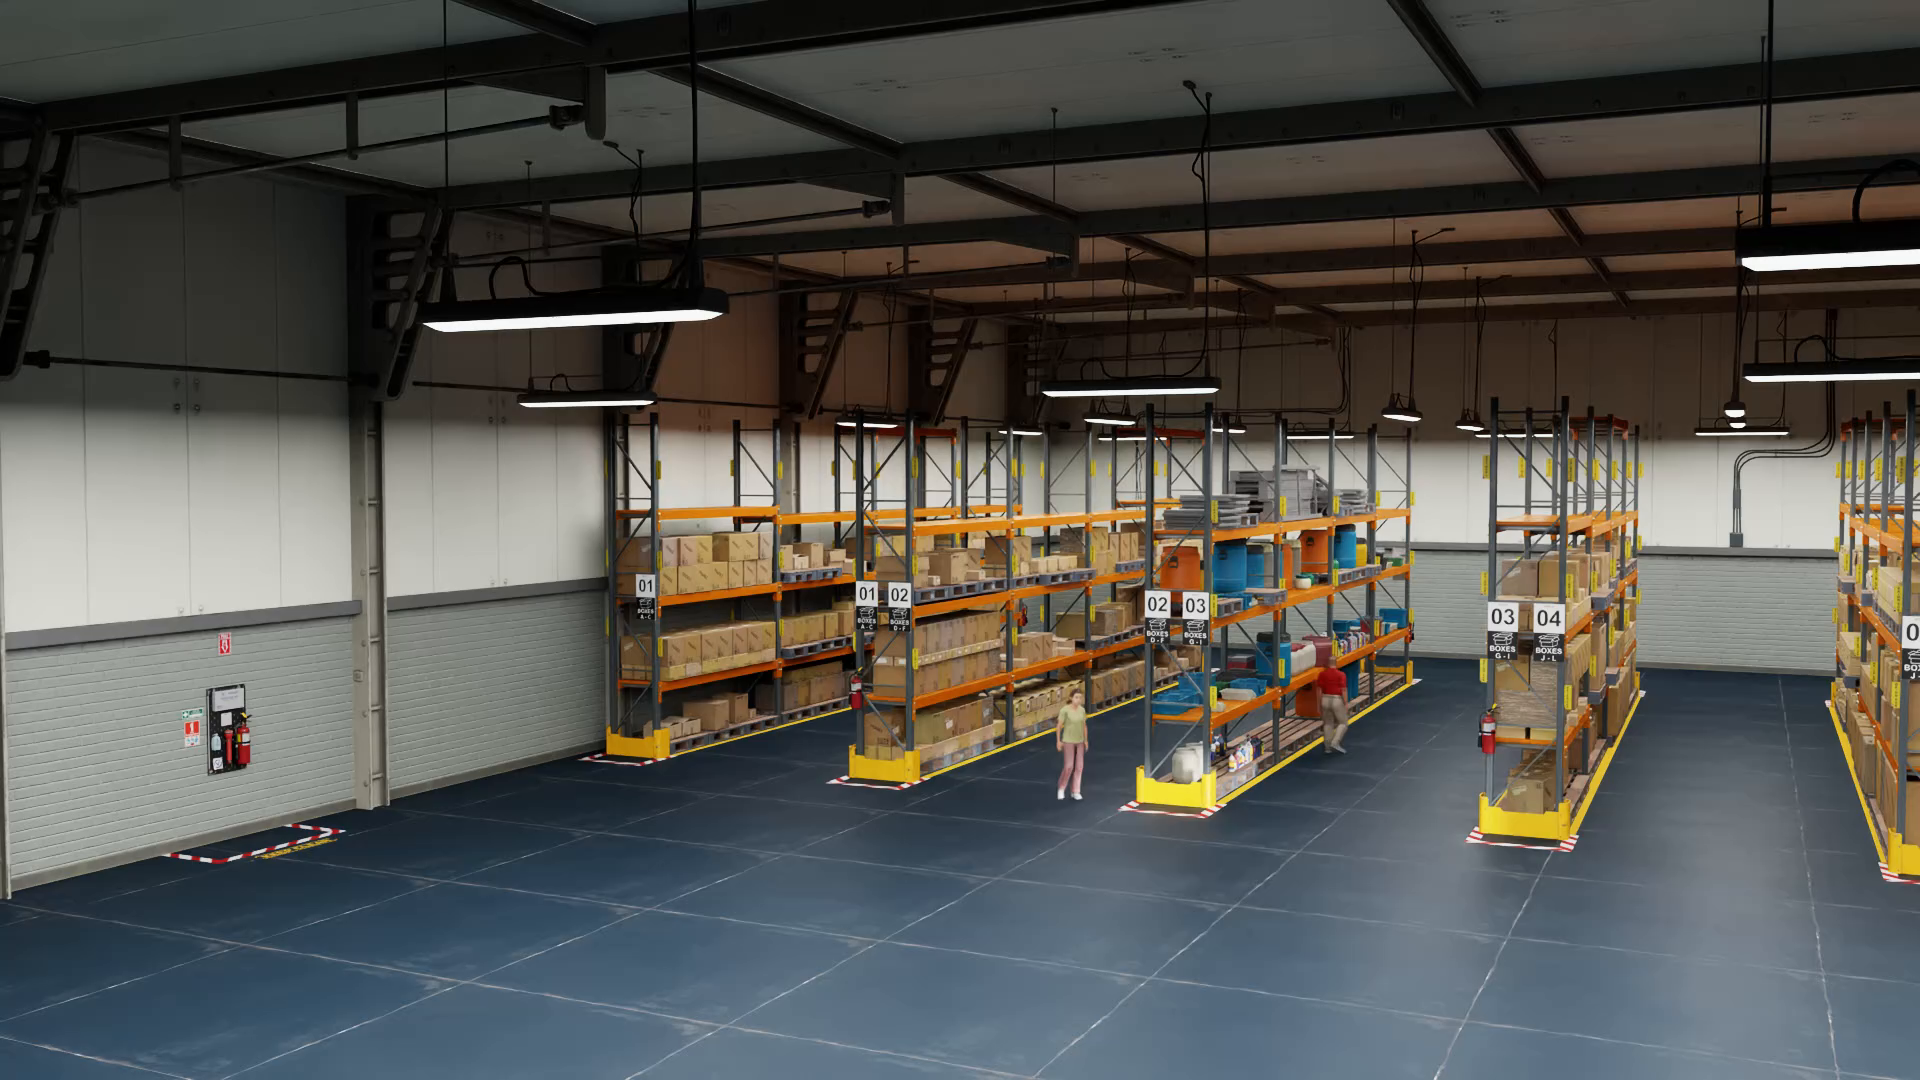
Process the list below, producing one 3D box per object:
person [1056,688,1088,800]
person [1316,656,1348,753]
[{"bbox_3d":[1.710,3.099,25.267,0.479,1.693,0.423,-1,3,-27],"label":"person"},{"bbox_3d":[6.567,2.910,29.314,0.575,1.723,0.540,2,3,35],"label":"person"}]
